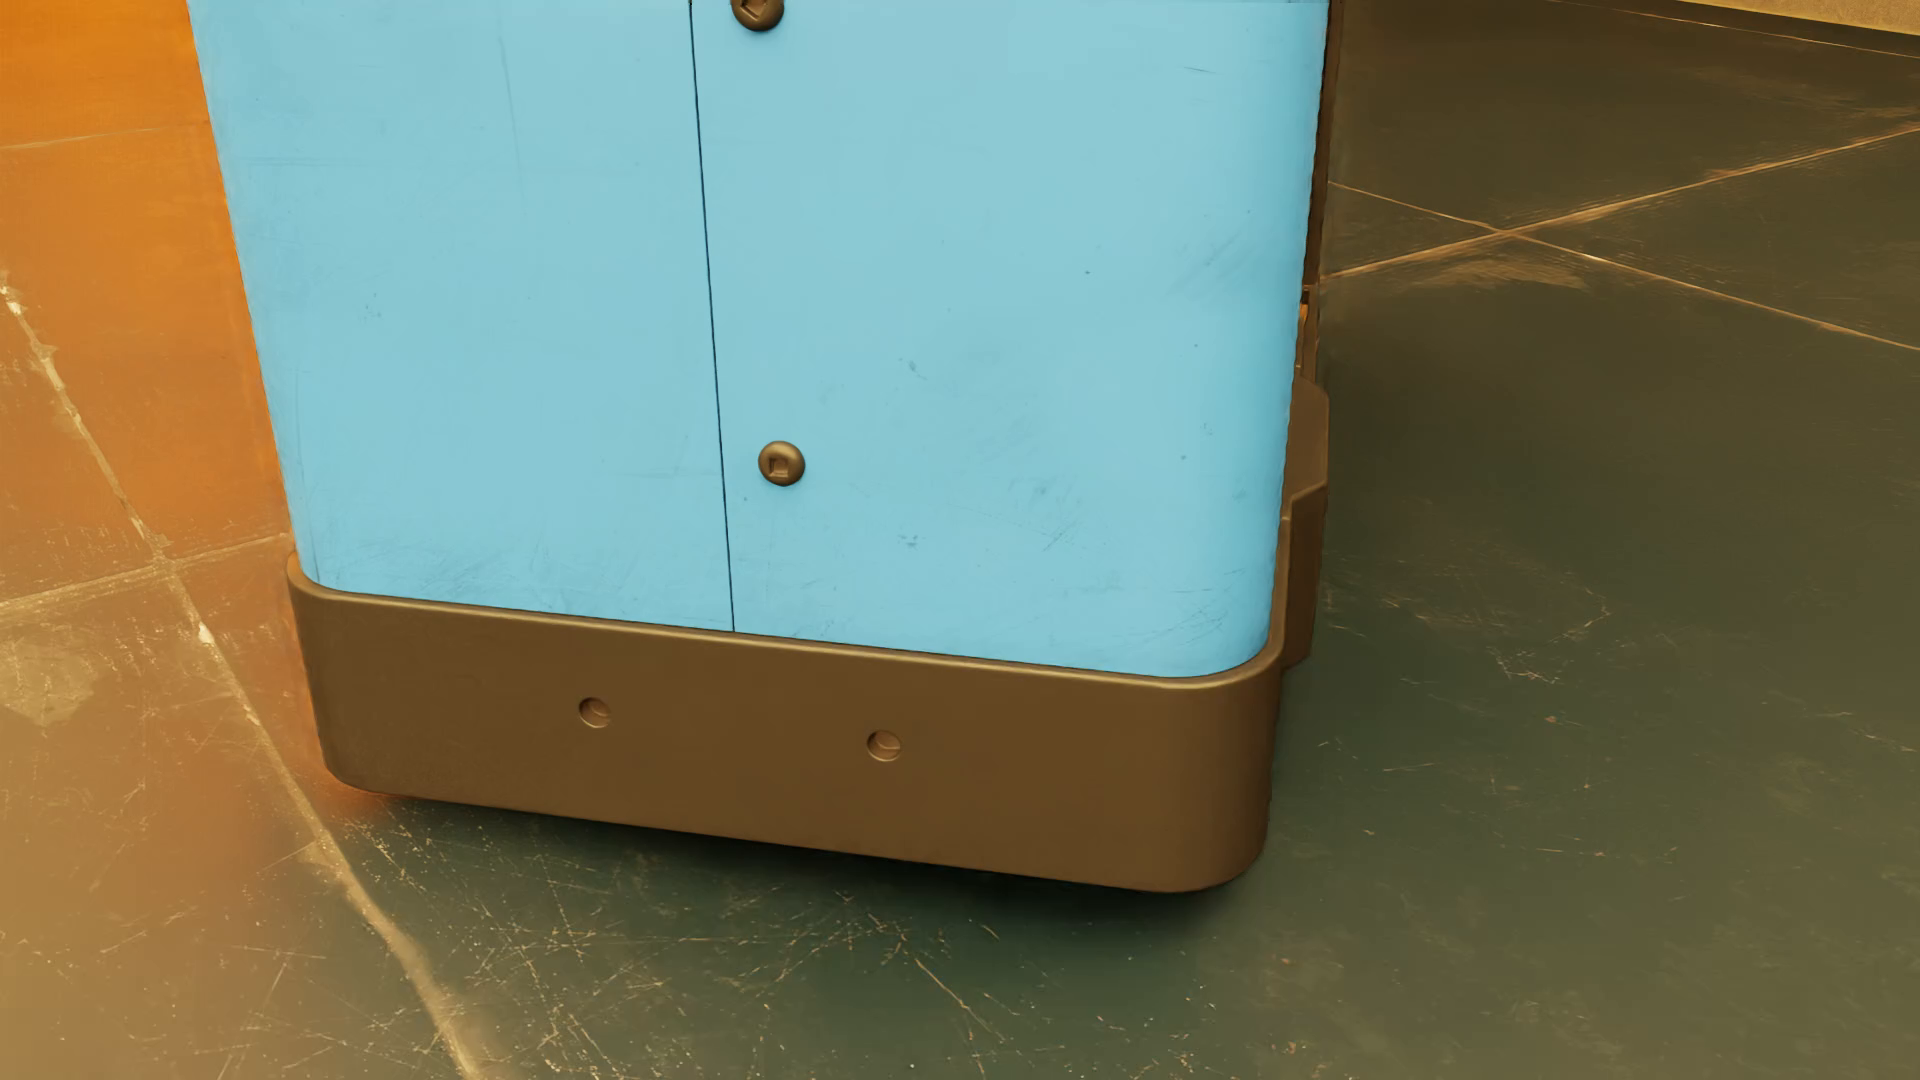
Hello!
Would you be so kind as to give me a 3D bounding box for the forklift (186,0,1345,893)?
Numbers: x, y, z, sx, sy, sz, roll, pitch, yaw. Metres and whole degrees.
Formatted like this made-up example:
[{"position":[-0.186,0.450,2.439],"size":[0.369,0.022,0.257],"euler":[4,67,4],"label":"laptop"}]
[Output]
[{"position":[0.083,-1.600,2.421],"size":[1.130,2.935,3.031],"euler":[5,27,10],"label":"forklift"}]
